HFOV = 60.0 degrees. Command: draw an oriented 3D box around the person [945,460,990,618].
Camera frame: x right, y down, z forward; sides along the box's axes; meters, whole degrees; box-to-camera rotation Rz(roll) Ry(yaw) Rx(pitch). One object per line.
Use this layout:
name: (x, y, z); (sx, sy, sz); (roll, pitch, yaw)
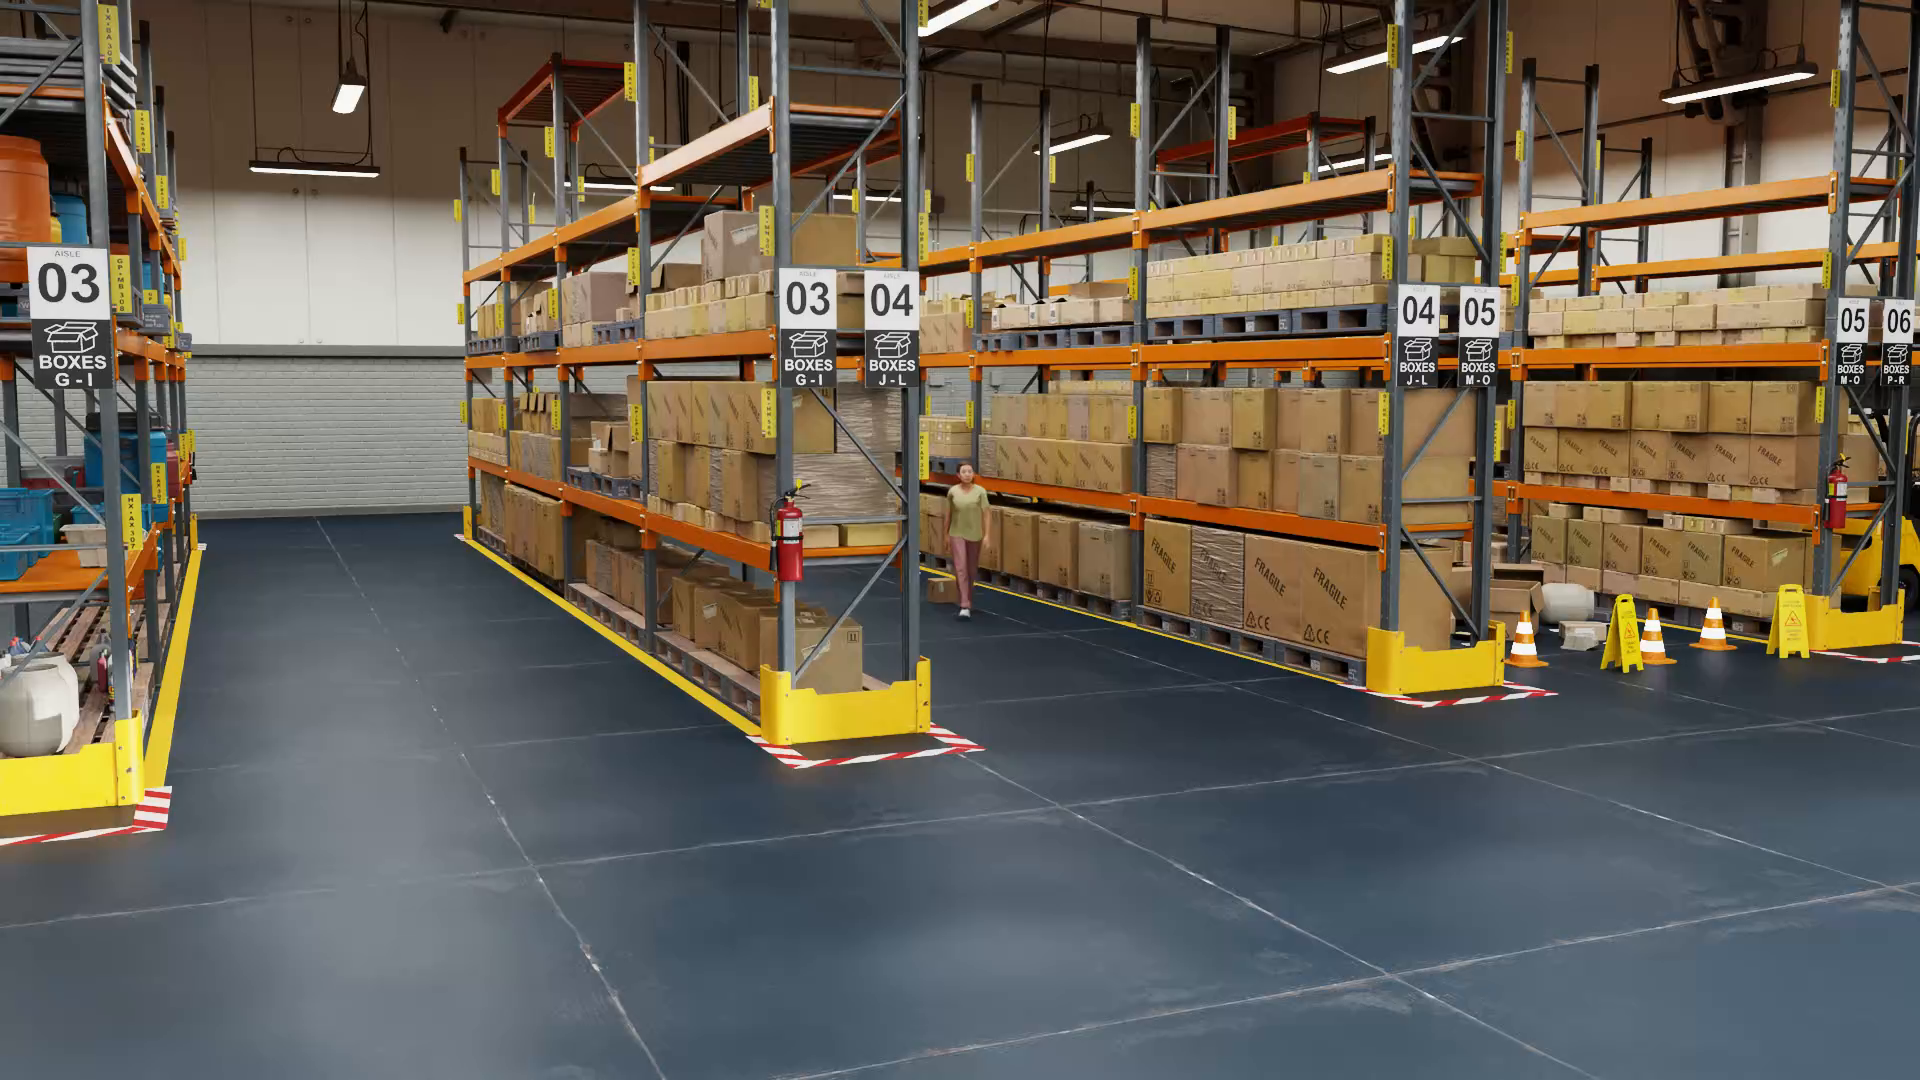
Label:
person: (0.082, -0.013, 17.373); (0.463, 1.590, 1.047); (-1, 5, -6)
